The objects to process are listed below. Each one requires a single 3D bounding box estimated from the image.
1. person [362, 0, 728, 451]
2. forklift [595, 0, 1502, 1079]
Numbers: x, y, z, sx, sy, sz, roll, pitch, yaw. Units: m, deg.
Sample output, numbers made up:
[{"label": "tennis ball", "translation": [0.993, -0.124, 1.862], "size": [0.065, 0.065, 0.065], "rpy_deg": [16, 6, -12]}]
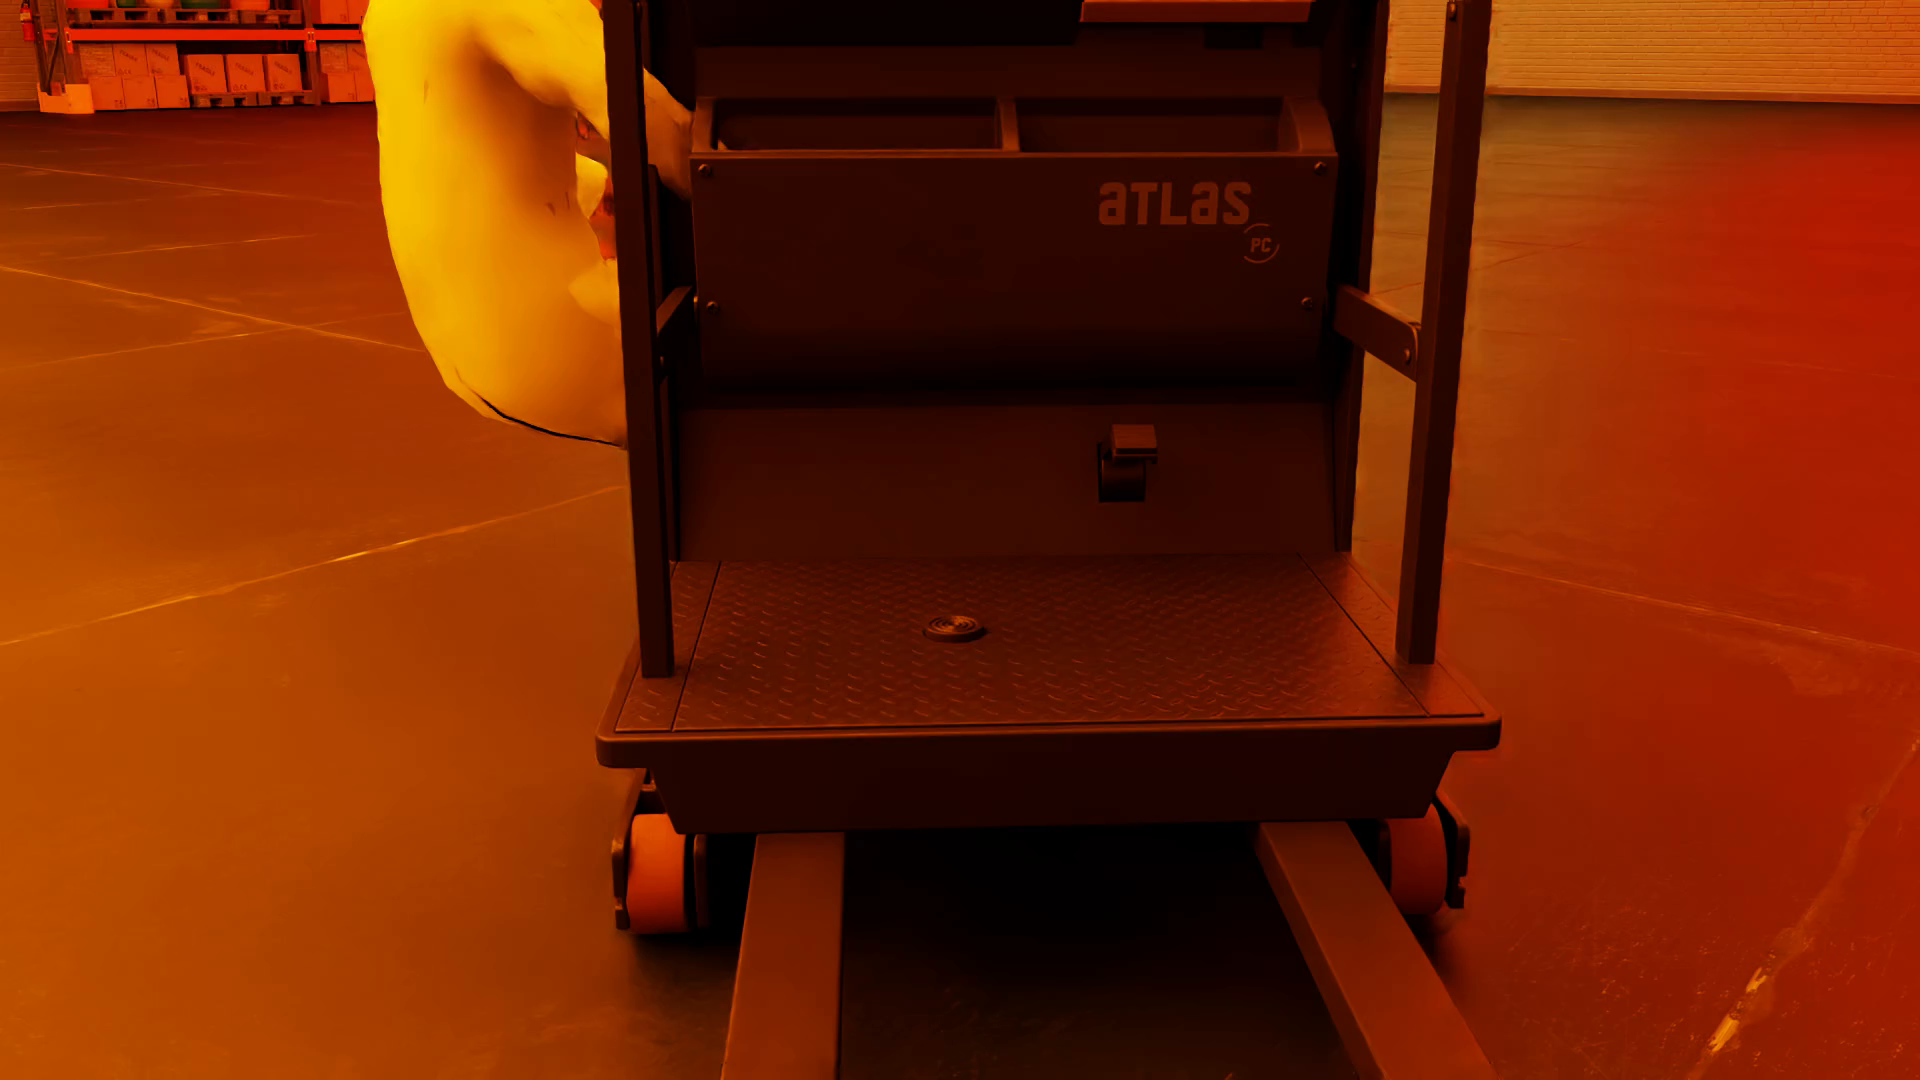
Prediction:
[{"label": "person", "translation": [-0.522, -0.468, 2.917], "size": [0.908, 1.537, 0.869], "rpy_deg": [-14, 22, -39]}, {"label": "forklift", "translation": [0.091, -0.972, 2.100], "size": [1.130, 2.935, 3.031], "rpy_deg": [-1, 17, -3]}]
